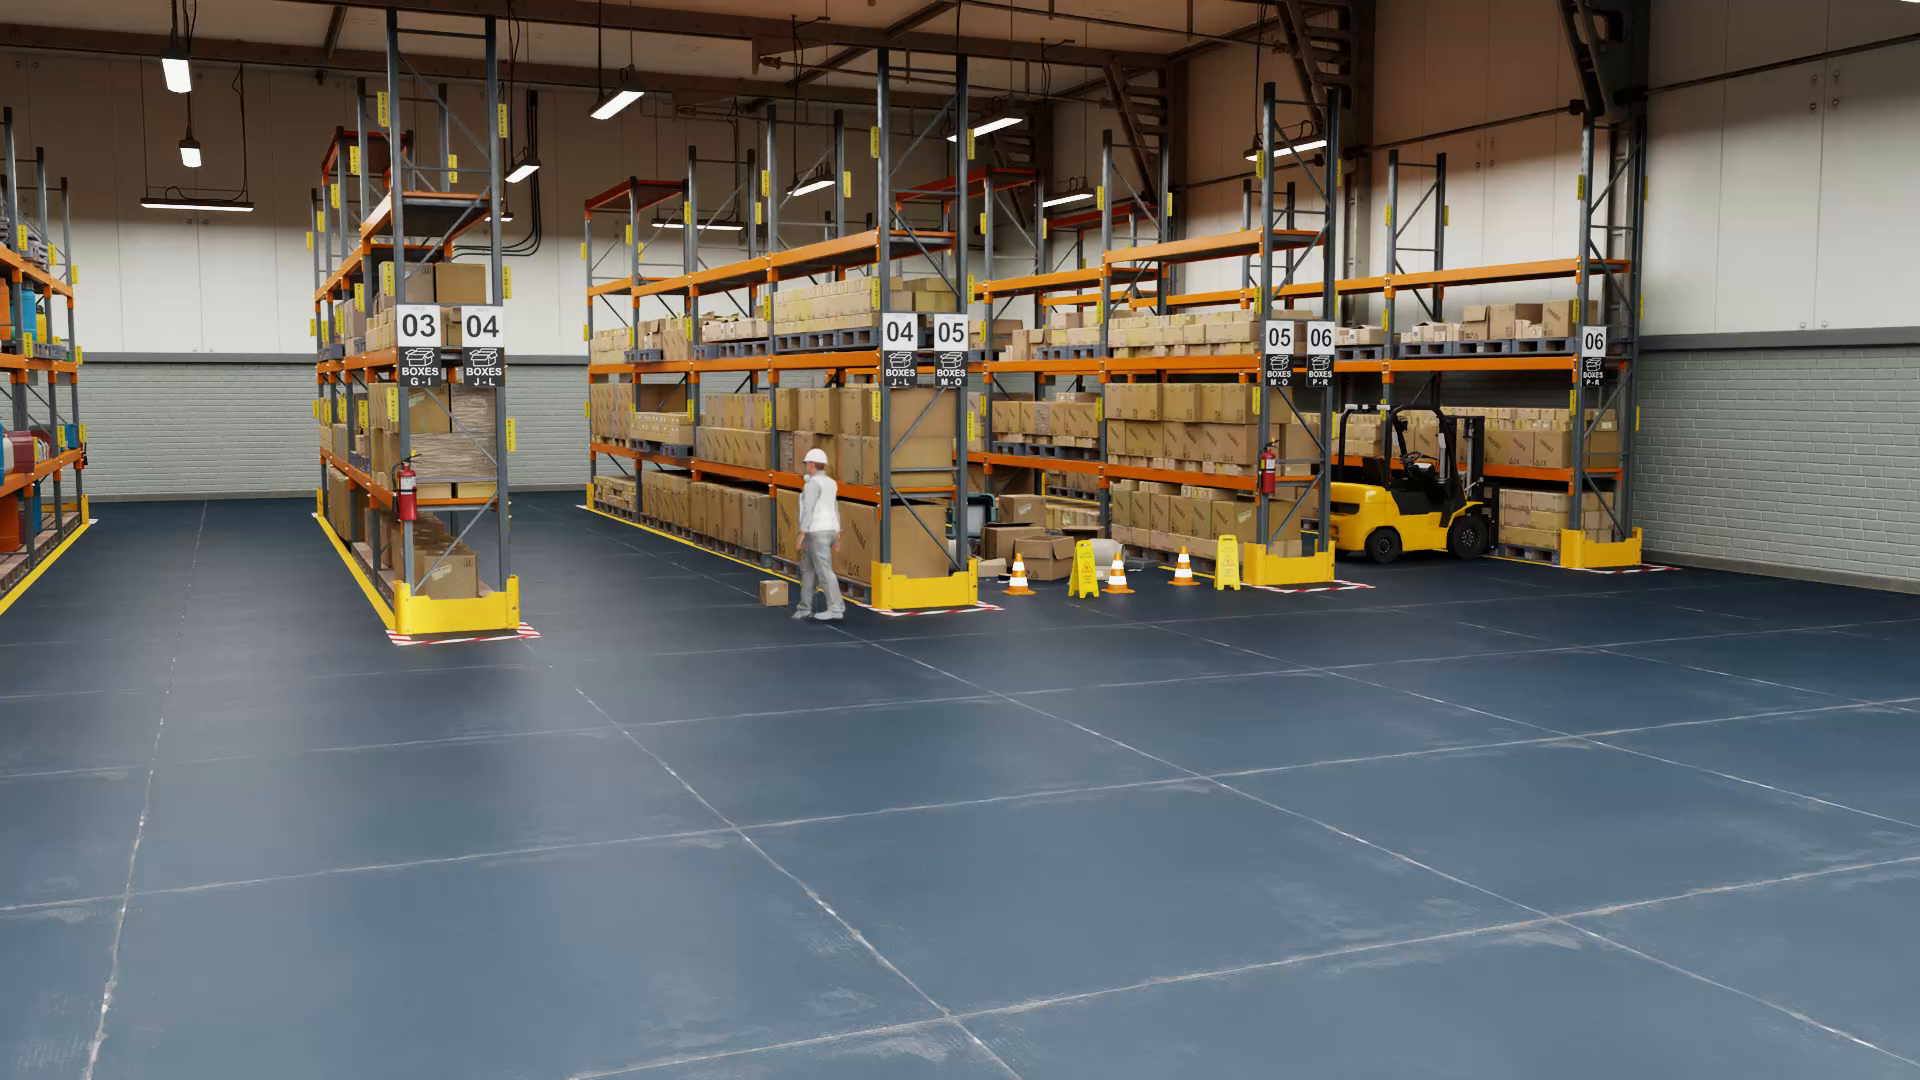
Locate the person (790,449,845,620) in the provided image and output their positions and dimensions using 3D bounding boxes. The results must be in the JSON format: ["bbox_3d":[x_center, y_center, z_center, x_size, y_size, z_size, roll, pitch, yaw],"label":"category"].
[{"bbox_3d":[-1.478,-0.023,17.156,0.677,1.821,0.614,1,6,16],"label":"person"}]
